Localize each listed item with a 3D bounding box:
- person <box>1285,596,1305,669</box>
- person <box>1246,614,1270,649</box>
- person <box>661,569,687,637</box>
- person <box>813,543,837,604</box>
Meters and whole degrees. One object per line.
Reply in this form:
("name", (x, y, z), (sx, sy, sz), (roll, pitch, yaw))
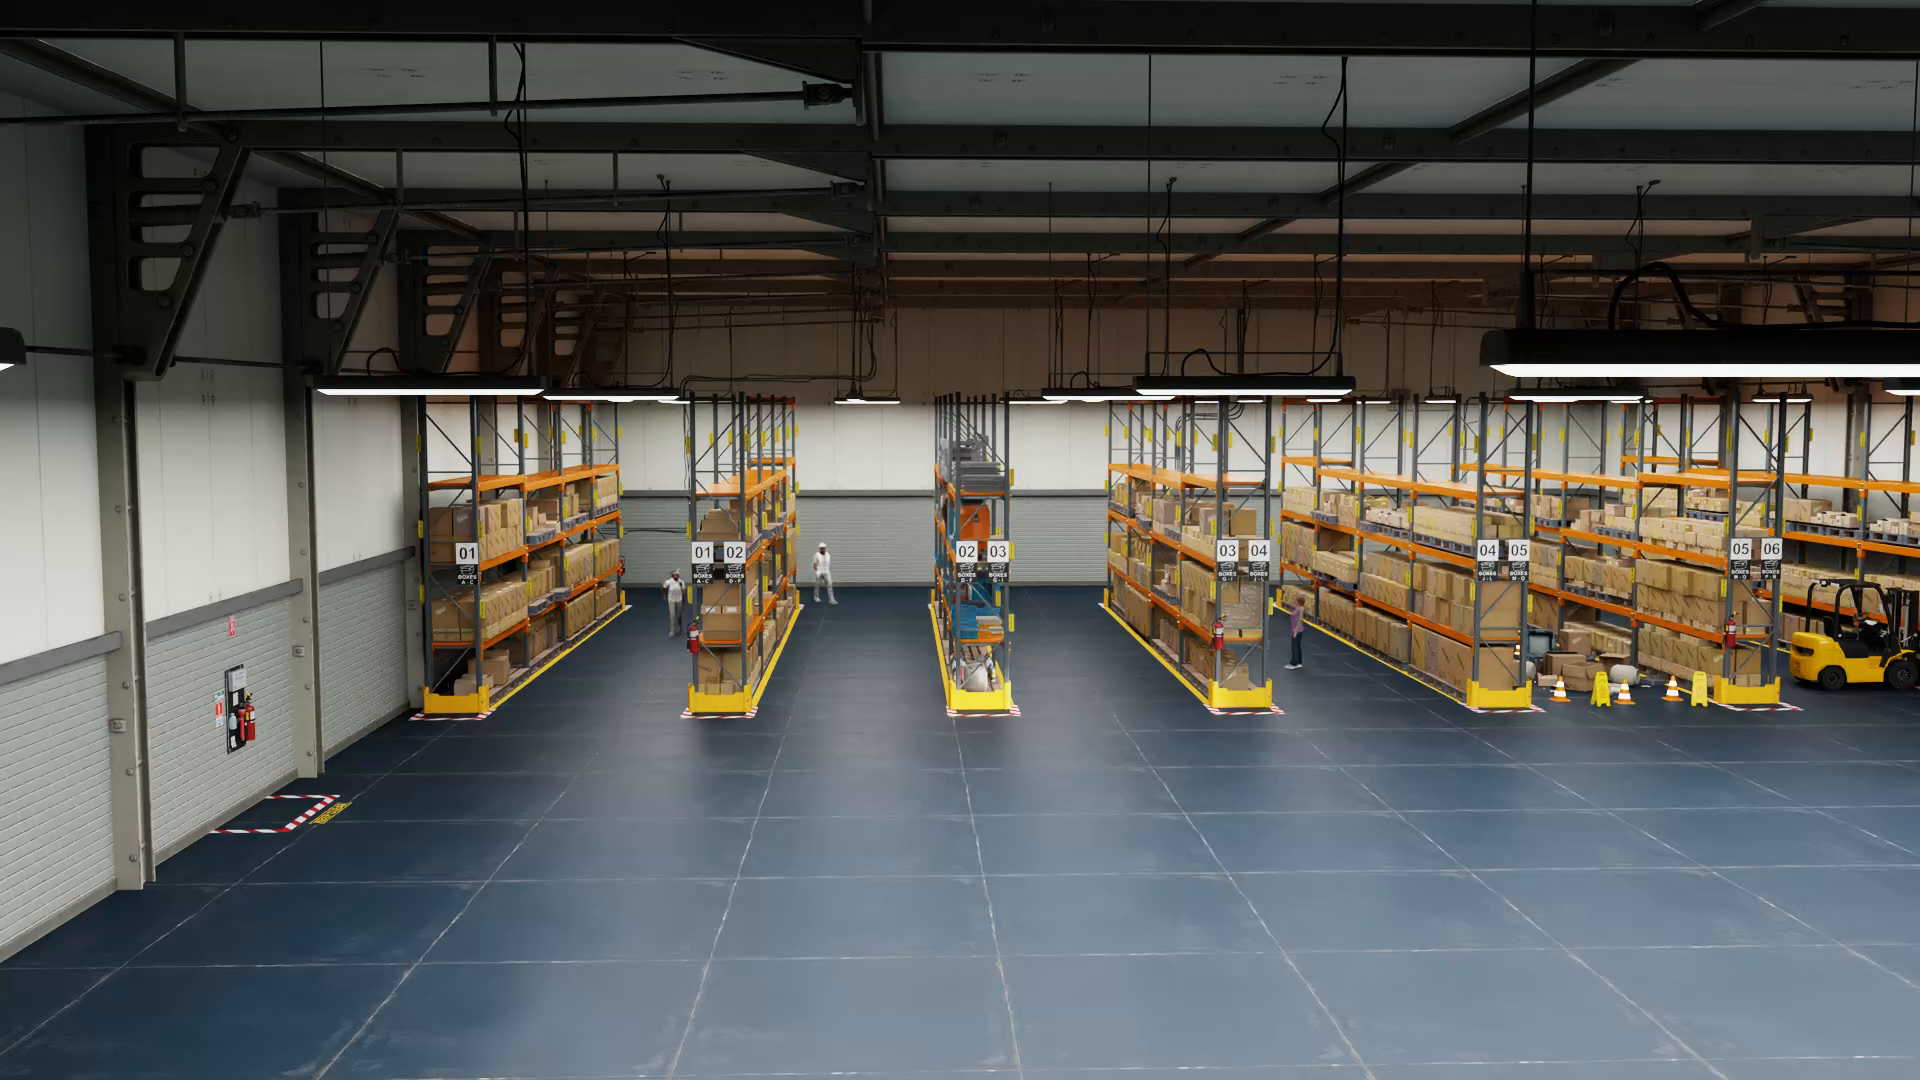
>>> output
("person", (7.323, 2.018, 36.338), (0.421, 1.594, 0.482), (1, 5, 13))
("person", (7.054, 1.743, 39.352), (0.603, 1.642, 0.974), (-1, 5, -11))
("person", (-7.149, 1.535, 41.529), (0.627, 1.645, 1.028), (0, 5, -2))
("person", (-3.949, 0.955, 48.214), (0.615, 1.732, 0.966), (-3, 5, -30))
